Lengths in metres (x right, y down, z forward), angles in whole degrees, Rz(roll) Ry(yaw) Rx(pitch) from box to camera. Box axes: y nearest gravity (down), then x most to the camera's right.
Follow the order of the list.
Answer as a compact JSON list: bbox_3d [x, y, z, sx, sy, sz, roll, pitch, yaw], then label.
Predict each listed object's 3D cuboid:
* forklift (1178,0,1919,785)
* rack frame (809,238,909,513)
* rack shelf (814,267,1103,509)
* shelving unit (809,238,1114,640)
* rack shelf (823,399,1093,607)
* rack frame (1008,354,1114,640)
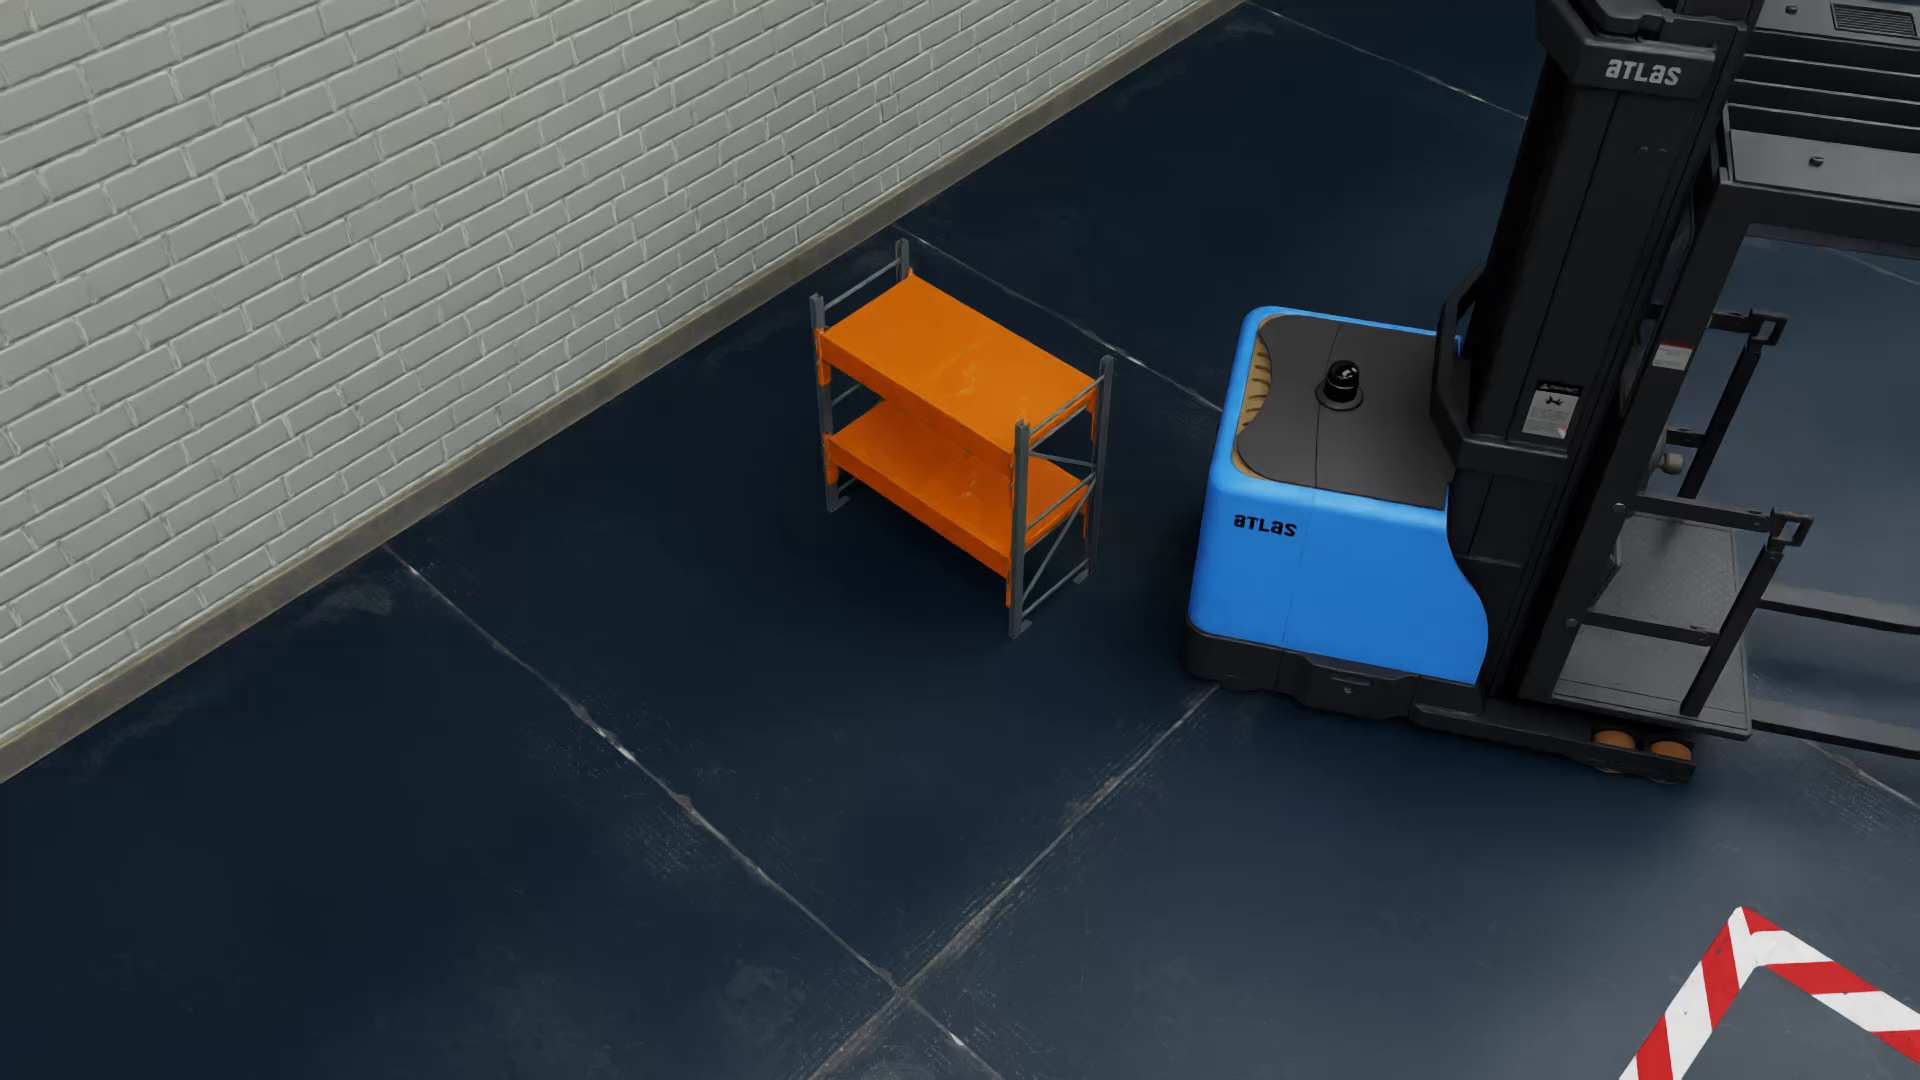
[{"bbox_3d":[2.407,-0.551,5.365,3.031,2.935,1.130,11,48,10],"label":"forklift"},{"bbox_3d":[-0.379,-0.640,6.688,0.032,1.125,0.500,34,55,28],"label":"rack frame"},{"bbox_3d":[-0.005,-0.589,6.238,1.000,0.278,0.538,34,55,28],"label":"rack shelf"},{"bbox_3d":[-0.005,-0.388,6.452,1.048,1.125,0.538,34,55,28],"label":"shelving unit"},{"bbox_3d":[-0.005,-0.221,6.630,1.000,0.278,0.538,34,55,28],"label":"rack shelf"},{"bbox_3d":[0.369,-0.137,6.216,0.032,1.125,0.500,34,55,28],"label":"rack frame"}]
